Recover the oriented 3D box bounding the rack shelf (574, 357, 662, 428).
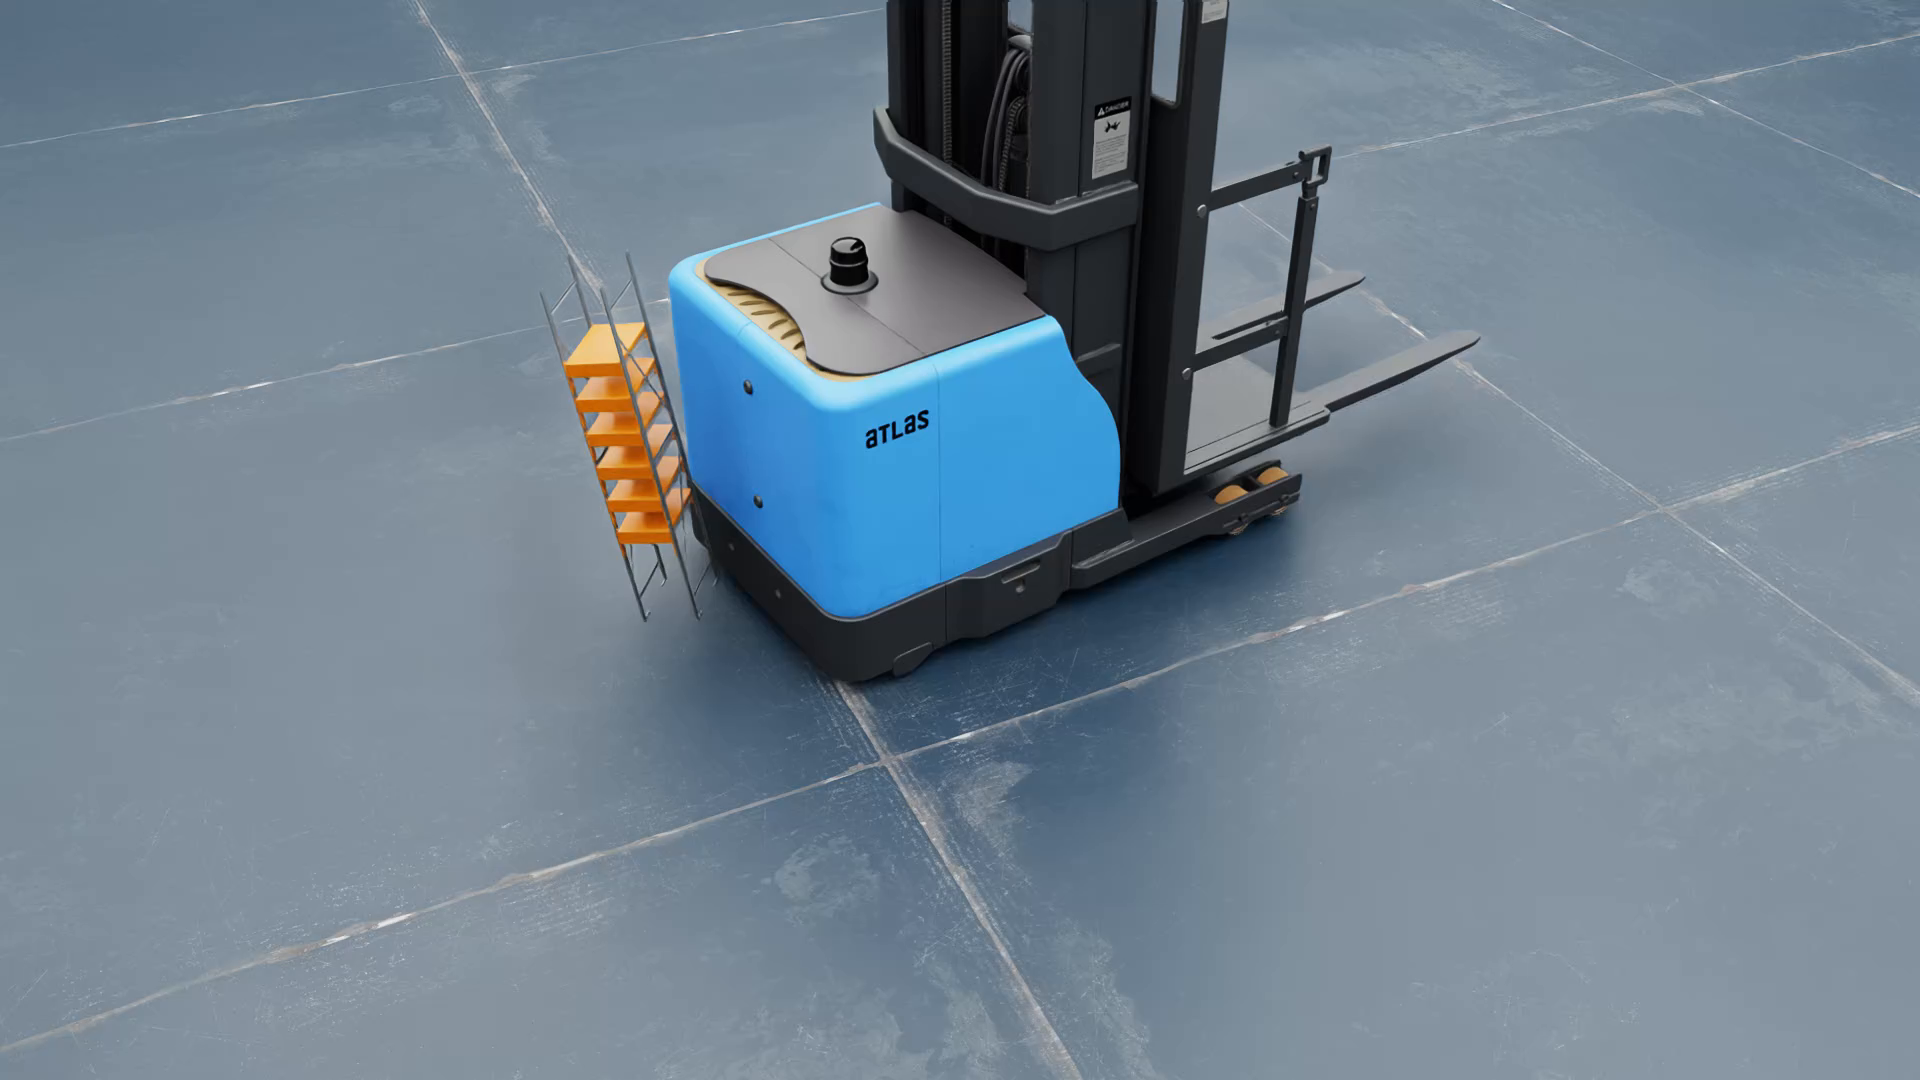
[{"bbox_3d":[-1.023,-0.448,5.009,0.180,0.103,0.258,-1,36,13],"label":"rack shelf"}]

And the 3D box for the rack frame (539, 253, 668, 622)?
[{"bbox_3d":[-1.086,-0.289,5.141,0.006,1.200,0.240,-1,36,13],"label":"rack frame"}]

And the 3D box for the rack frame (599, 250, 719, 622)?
[{"bbox_3d":[-0.907,-0.291,5.101,0.006,1.200,0.240,-1,36,13],"label":"rack frame"}]

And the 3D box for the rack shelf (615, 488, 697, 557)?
[{"bbox_3d":[-0.958,-0.060,5.283,0.180,0.103,0.258,-1,36,13],"label":"rack shelf"}]

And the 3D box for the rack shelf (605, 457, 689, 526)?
[{"bbox_3d":[-0.974,-0.157,5.214,0.180,0.103,0.258,-1,36,13],"label":"rack shelf"}]

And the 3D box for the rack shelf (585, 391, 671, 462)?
[{"bbox_3d":[-1.007,-0.351,5.077,0.180,0.103,0.258,-1,36,13],"label":"rack shelf"}]

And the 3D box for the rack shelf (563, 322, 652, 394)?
[{"bbox_3d":[-1.040,-0.546,4.940,0.180,0.103,0.258,-1,36,13],"label":"rack shelf"}]

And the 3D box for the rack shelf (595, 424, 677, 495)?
[{"bbox_3d":[-0.990,-0.254,5.146,0.180,0.103,0.258,-1,36,13],"label":"rack shelf"}]

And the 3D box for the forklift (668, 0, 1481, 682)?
[{"bbox_3d":[0.588,-1.435,5.224,3.031,2.935,1.130,-23,42,-27],"label":"forklift"}]

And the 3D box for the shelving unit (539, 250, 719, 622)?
[{"bbox_3d":[-0.997,-0.290,5.121,0.189,1.200,0.258,-1,36,13],"label":"shelving unit"}]
